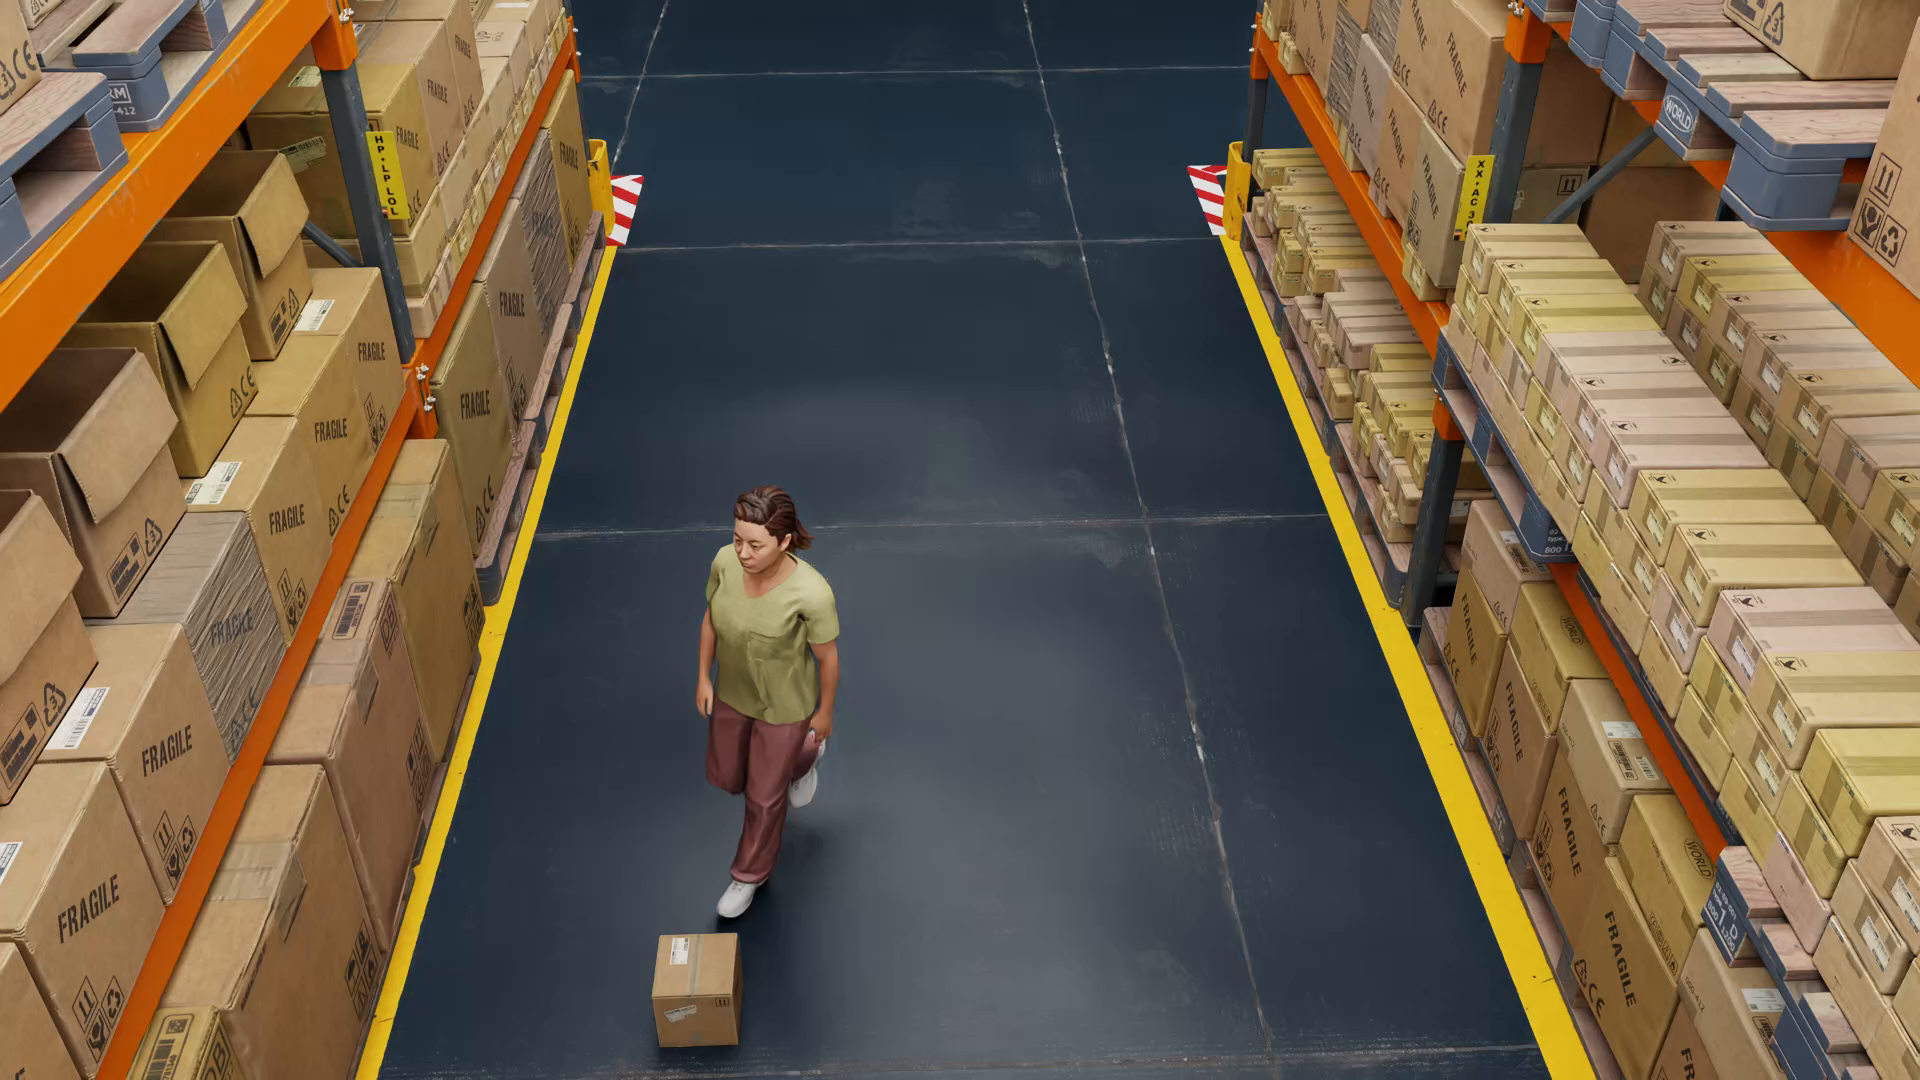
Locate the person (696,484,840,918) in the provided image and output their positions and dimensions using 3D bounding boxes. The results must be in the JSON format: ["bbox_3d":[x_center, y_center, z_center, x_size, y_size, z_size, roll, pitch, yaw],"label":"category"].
[{"bbox_3d":[-0.597,0.492,5.439,0.491,1.658,0.678,18,39,24],"label":"person"}]
